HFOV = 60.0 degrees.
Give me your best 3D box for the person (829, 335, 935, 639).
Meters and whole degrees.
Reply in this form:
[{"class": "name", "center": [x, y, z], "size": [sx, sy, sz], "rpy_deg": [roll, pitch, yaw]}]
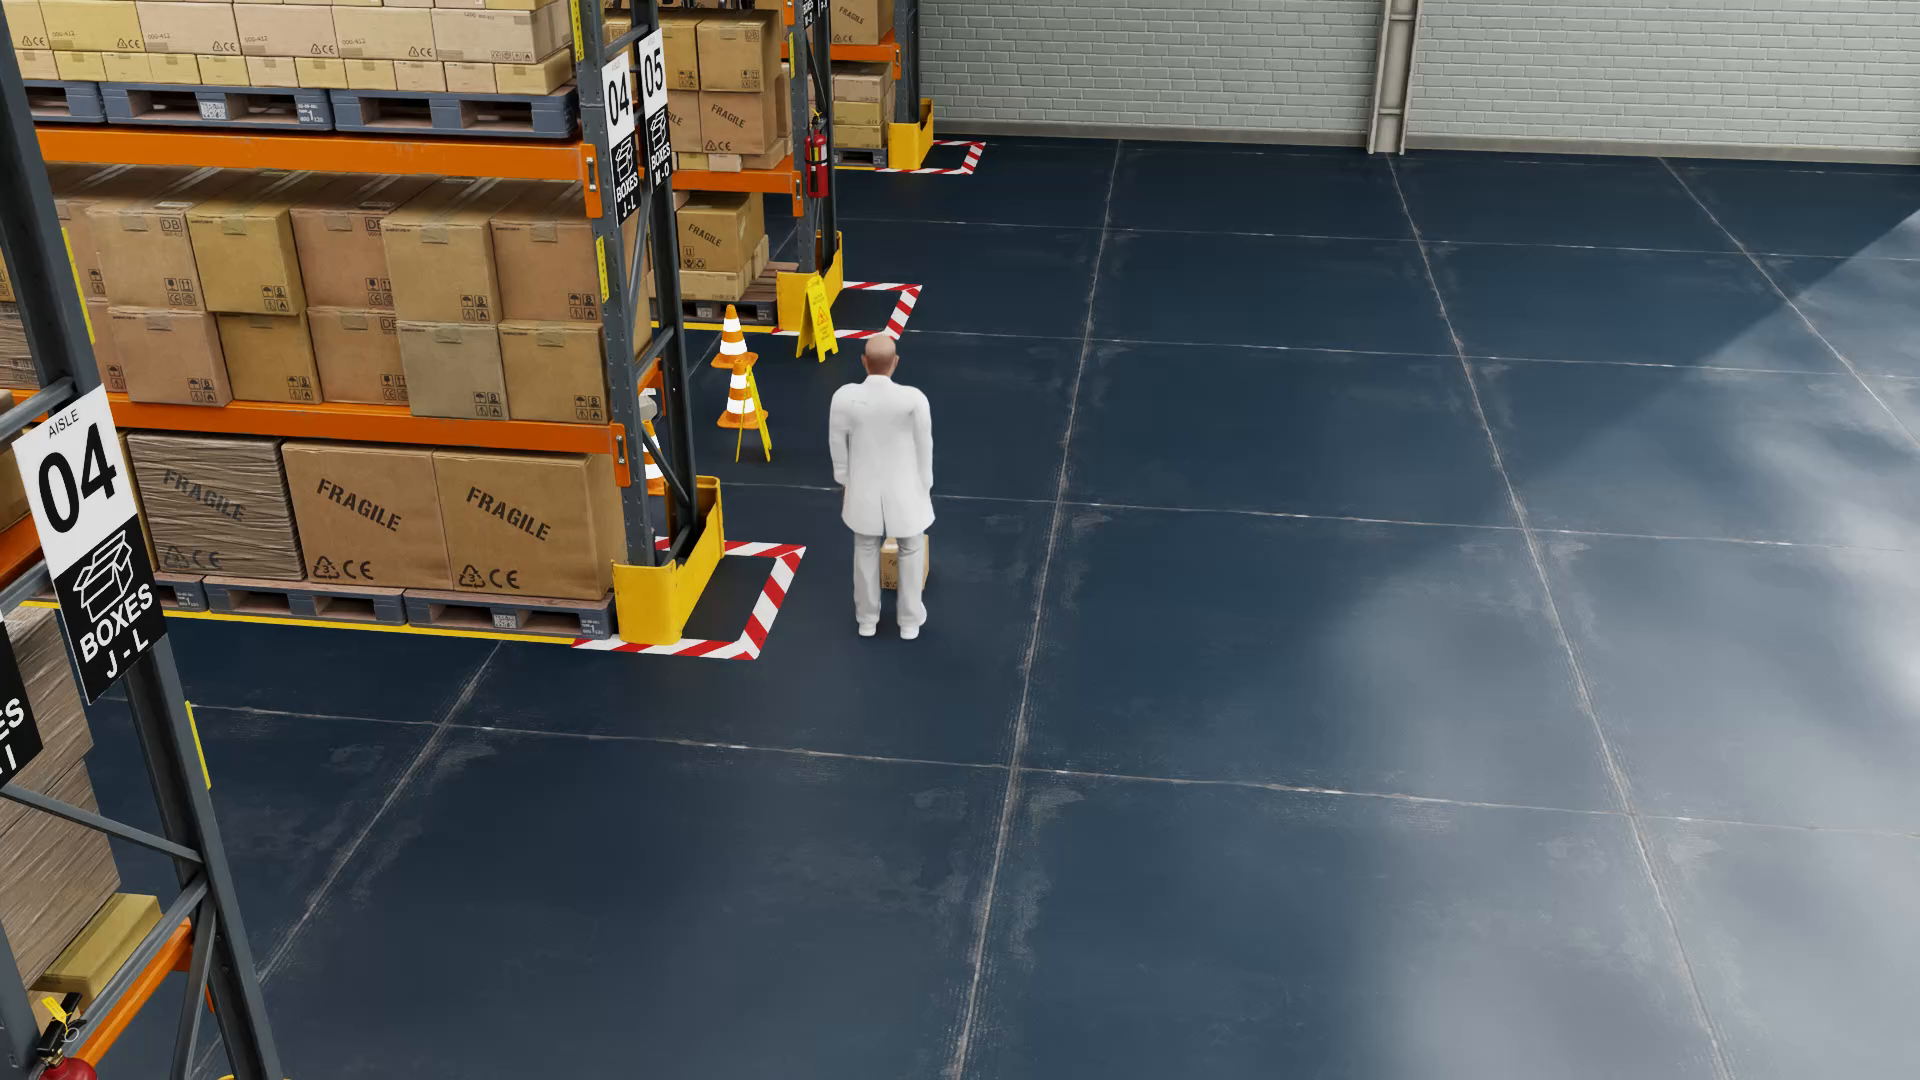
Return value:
[{"class": "person", "center": [-0.426, -0.282, 9.218], "size": [0.572, 1.742, 0.378], "rpy_deg": [4, 28, 7]}]
